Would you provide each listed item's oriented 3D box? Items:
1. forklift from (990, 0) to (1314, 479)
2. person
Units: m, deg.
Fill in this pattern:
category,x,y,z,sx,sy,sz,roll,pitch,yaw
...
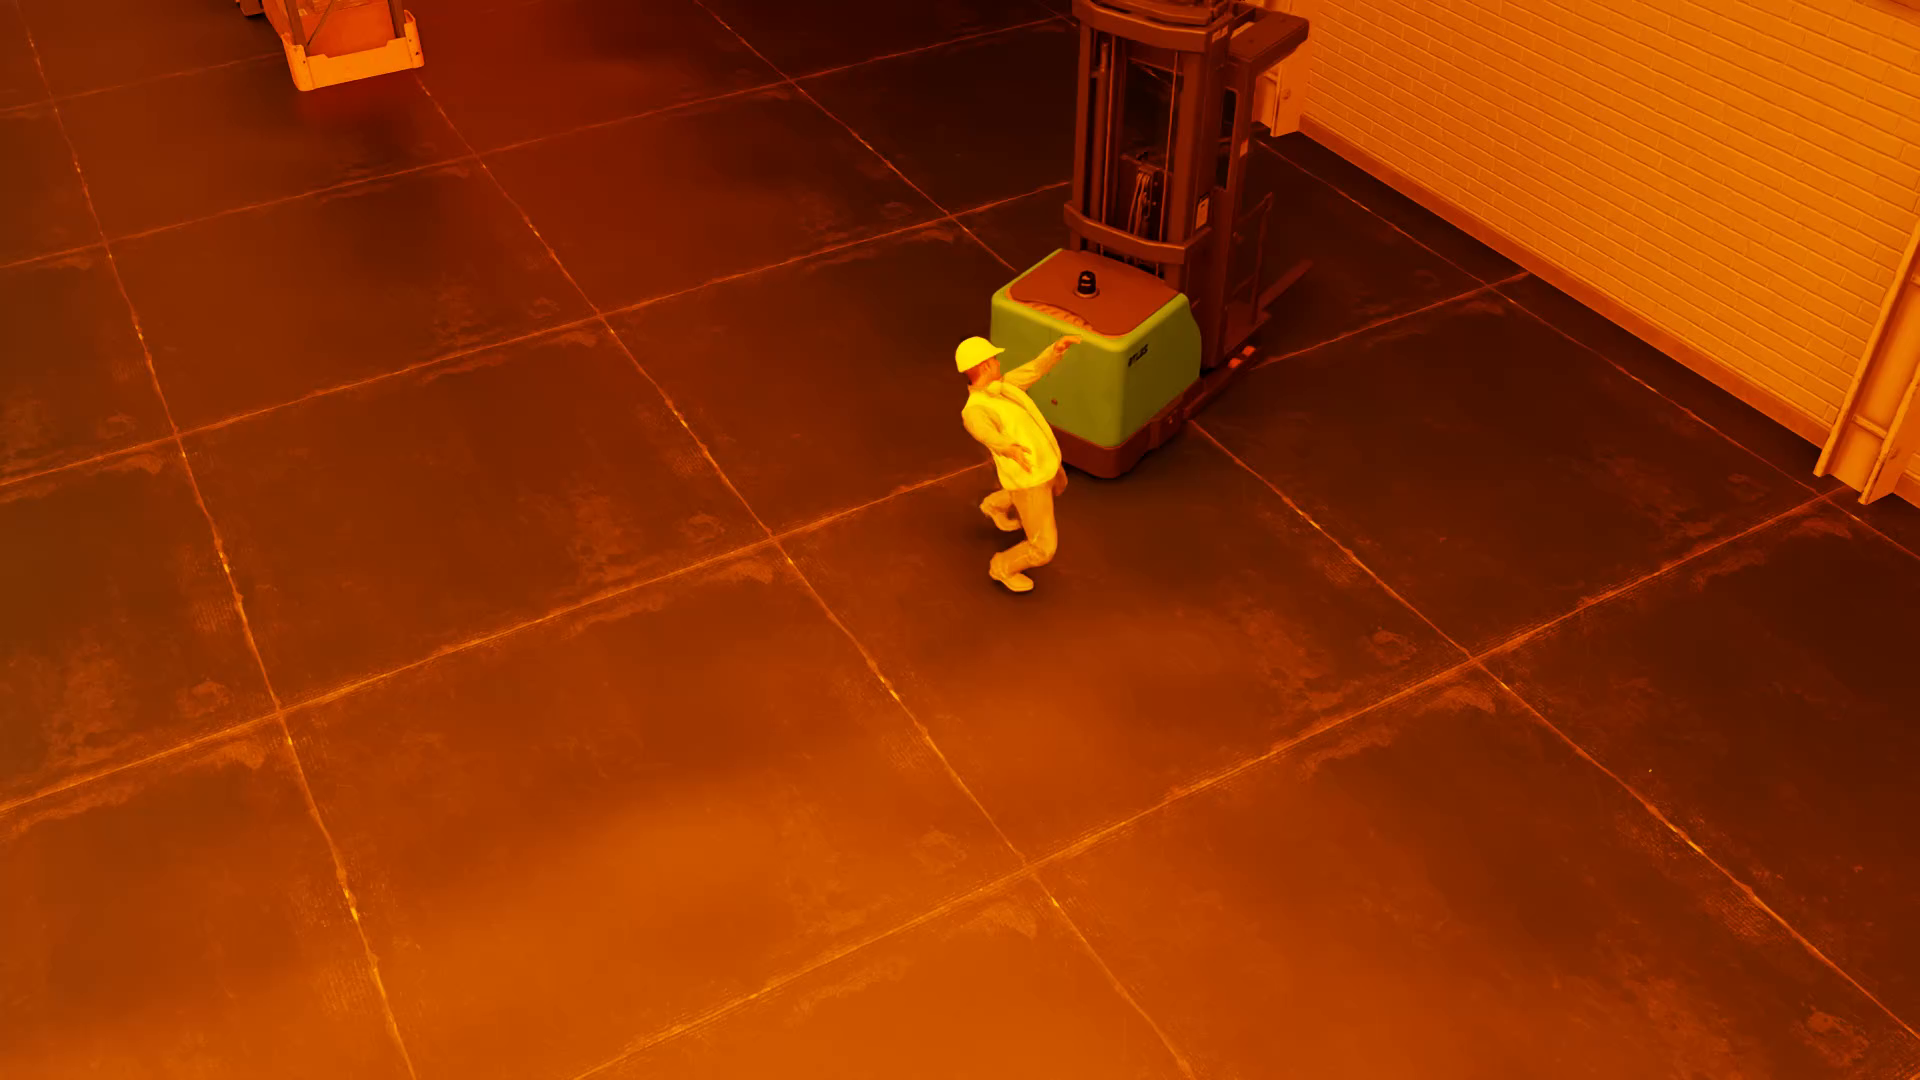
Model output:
category,x,y,z,sx,sy,sz,roll,pitch,yaw
forklift,1.477,-2.409,10.941,1.130,2.935,3.031,26,46,28
person,0.276,-0.368,9.535,0.706,1.559,1.047,6,40,7
